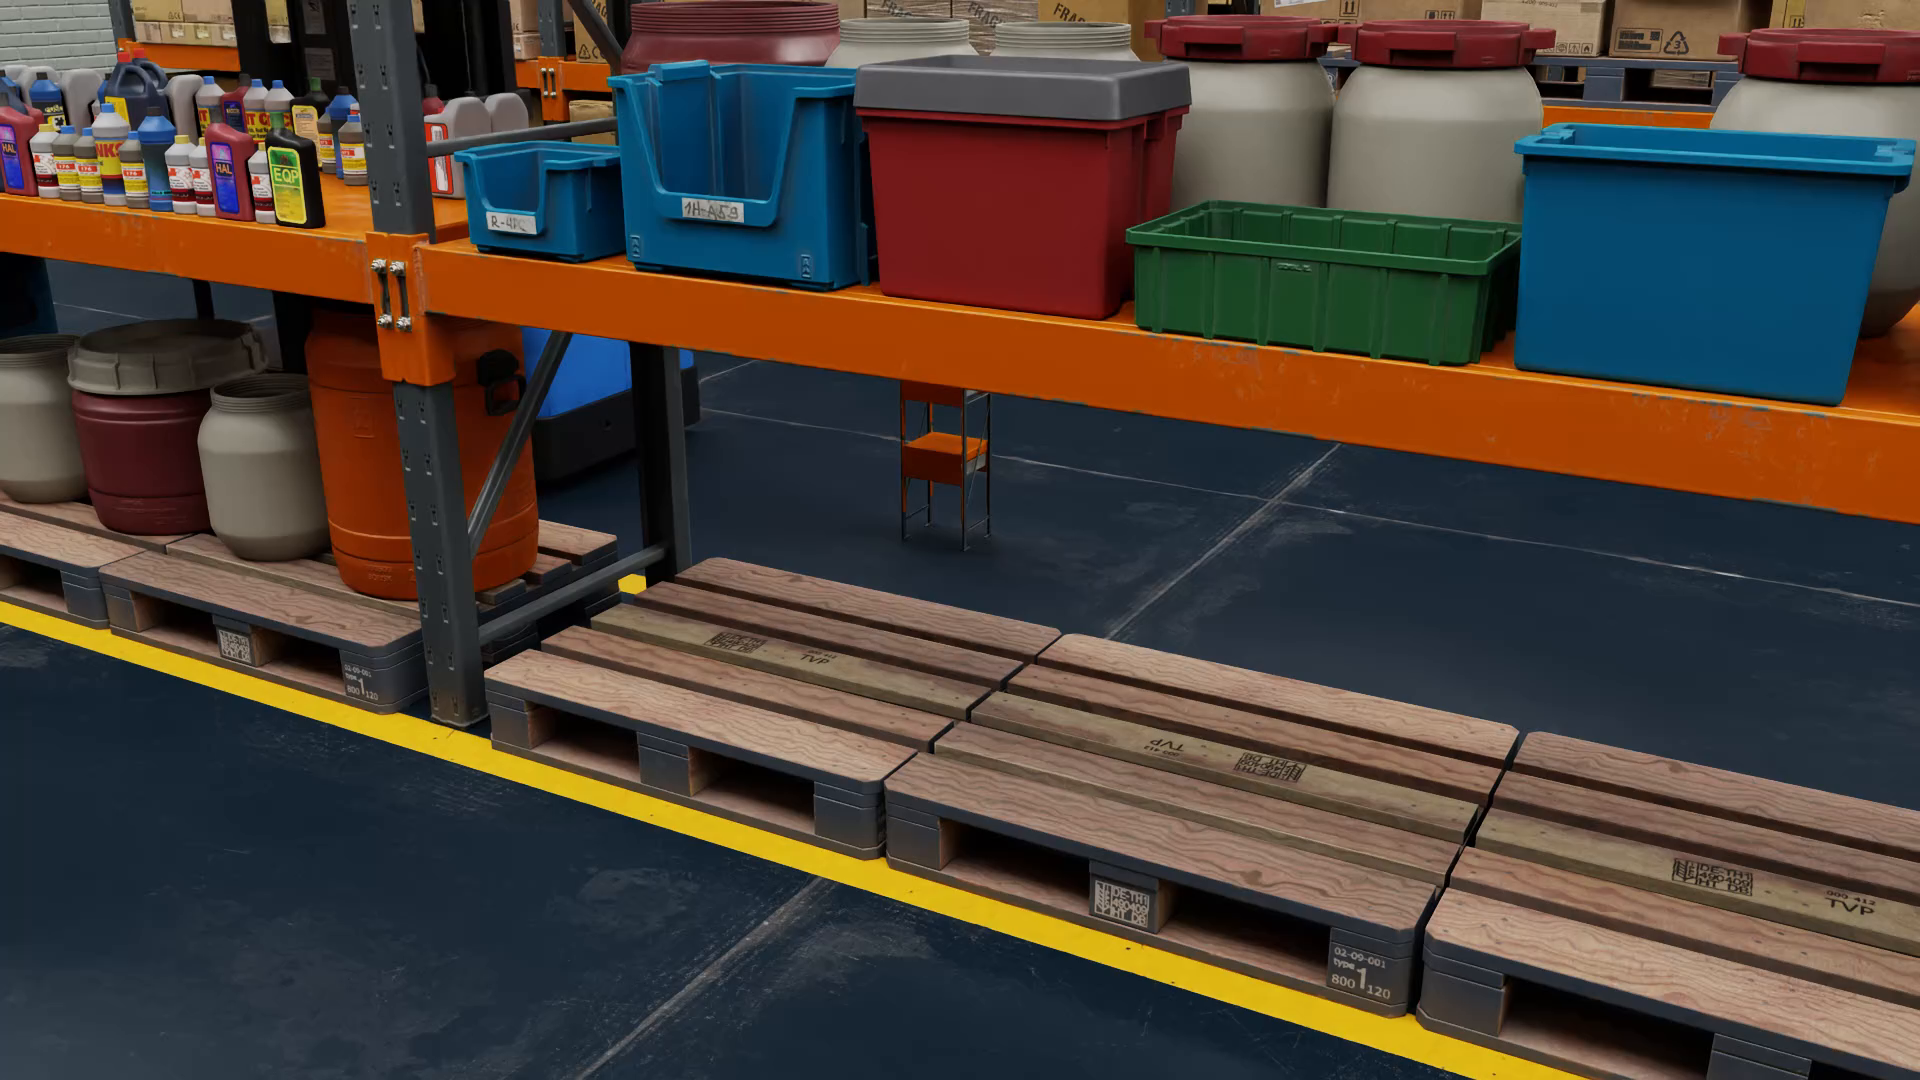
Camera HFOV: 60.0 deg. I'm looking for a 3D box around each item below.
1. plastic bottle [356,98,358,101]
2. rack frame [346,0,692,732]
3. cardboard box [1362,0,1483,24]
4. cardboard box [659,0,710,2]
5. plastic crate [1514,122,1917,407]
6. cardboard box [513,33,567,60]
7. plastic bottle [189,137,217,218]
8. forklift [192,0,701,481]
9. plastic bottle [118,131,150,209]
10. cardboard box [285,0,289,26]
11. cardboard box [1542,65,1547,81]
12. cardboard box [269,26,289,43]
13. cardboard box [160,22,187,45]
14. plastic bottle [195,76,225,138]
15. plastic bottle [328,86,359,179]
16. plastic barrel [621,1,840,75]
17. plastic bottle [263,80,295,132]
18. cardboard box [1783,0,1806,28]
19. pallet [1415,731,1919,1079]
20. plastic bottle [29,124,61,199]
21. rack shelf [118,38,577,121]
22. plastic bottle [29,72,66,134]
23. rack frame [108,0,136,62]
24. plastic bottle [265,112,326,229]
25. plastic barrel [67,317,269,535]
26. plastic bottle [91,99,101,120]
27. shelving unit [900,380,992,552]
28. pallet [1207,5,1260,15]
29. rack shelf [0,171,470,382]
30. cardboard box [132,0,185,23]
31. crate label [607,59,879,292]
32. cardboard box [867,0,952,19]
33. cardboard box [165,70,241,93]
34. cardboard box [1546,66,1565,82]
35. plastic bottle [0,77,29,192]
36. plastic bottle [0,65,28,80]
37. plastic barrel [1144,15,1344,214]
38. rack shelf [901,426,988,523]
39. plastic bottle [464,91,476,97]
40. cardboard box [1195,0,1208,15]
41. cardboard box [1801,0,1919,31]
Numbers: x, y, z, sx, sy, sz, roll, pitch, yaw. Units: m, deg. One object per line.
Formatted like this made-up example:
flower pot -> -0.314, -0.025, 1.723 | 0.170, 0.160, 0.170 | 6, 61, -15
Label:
plastic bottle -> -1.854, -1.282, 5.172 | 0.133, 0.283, 0.061 | 11, 23, 27
rack frame -> -1.135, -1.056, 4.378 | 0.127, 3.000, 1.000 | 11, 23, 27
cardboard box -> 2.308, -2.634, 7.965 | 0.500, 0.500, 0.700 | 15, 25, 35
cardboard box -> -1.493, -3.009, 9.614 | 0.500, 0.500, 0.500 | 11, 23, 27
plastic crate -> 1.242, -0.474, 2.797 | 0.575, 0.384, 0.392 | 11, 23, 27
cardboard box -> -2.637, -3.031, 10.190 | 0.250, 0.149, 0.380 | 11, 23, 28
plastic bottle -> -1.989, -0.966, 4.421 | 0.097, 0.201, 0.097 | 0, 20, 0
forklift -> -2.650, -1.915, 6.847 | 3.031, 2.935, 1.130 | 10, 22, 26
plastic bottle -> -2.244, -1.015, 4.555 | 0.097, 0.201, 0.097 | 0, 20, 0
cardboard box -> -4.064, -3.516, 10.942 | 0.500, 0.250, 0.500 | 10, 22, 26
cardboard box -> 5.551, -4.819, 17.251 | 0.875, 0.875, 0.875 | 11, 22, 27
cardboard box -> -4.431, -3.373, 11.132 | 0.250, 0.149, 0.380 | 11, 22, 27
cardboard box -> -5.330, -3.543, 11.603 | 0.250, 0.149, 0.380 | 10, 22, 27
plastic bottle -> -2.451, -1.383, 5.468 | 0.097, 0.271, 0.097 | 0, 20, 0
plastic bottle -> -1.877, -1.250, 5.101 | 0.097, 0.271, 0.097 | 0, 20, 0
plastic barrel -> -0.582, -1.133, 4.390 | 0.708, 0.536, 0.600 | 11, 23, 27
plastic bottle -> -2.165, -1.329, 5.318 | 0.097, 0.271, 0.097 | 0, 20, 0
cardboard box -> 5.811, -3.547, 11.099 | 0.500, 0.500, 0.500 | 11, 23, 28
pallet -> 1.653, 0.801, 3.348 | 1.213, 0.211, 1.003 | 11, 23, 27
plastic bottle -> -2.584, -1.079, 4.733 | 0.097, 0.201, 0.097 | 0, 20, 0
rack shelf -> -3.958, -3.190, 11.316 | 4.000, 0.370, 1.077 | 11, 23, 27
plastic bottle -> -3.091, -1.446, 5.641 | 0.097, 0.271, 0.097 | 0, 20, 0
rack frame -> -5.704, -3.861, 12.110 | 0.127, 3.000, 1.000 | 11, 23, 27
plastic bottle -> -1.696, -0.942, 4.233 | 0.133, 0.283, 0.061 | 11, 23, 27
plastic barrel -> -2.556, -0.384, 5.445 | 0.708, 0.588, 0.600 | 11, 23, 27
plastic bottle -> -2.932, -1.442, 5.733 | 0.097, 0.201, 0.097 | 0, 20, 0
shelving unit -> -0.047, -0.502, 5.711 | 0.252, 1.050, 0.215 | 11, 23, 27
pallet -> 2.040, -4.217, 13.374 | 1.213, 0.211, 1.003 | 11, 23, 27
rack shelf -> -2.881, -1.051, 5.417 | 4.000, 0.370, 1.077 | 11, 23, 27
cardboard box -> -5.416, -3.770, 11.643 | 0.500, 0.250, 0.500 | 10, 22, 26
crate label -> -0.400, -0.827, 3.694 | 0.616, 0.435, 0.502 | 11, 23, 27
cardboard box -> -0.158, -2.756, 8.917 | 0.500, 0.500, 0.500 | 10, 22, 26
cardboard box -> -5.106, -2.977, 12.173 | 0.875, 0.875, 0.875 | 11, 23, 27
cardboard box -> 7.625, -6.074, 21.261 | 0.500, 0.500, 0.500 | 10, 22, 26
plastic bottle -> -2.813, -1.202, 4.853 | 0.185, 0.351, 0.144 | 11, 23, 27
plastic bottle -> -3.366, -1.549, 5.919 | 0.135, 0.276, 0.152 | 11, 23, 27
plastic barrel -> 0.611, -0.873, 3.674 | 0.433, 0.535, 0.433 | 0, 20, 0
rack shelf -> -0.047, -0.231, 5.809 | 0.240, 0.259, 0.215 | 11, 23, 27
plastic bottle -> -1.443, -1.191, 4.939 | 0.097, 0.271, 0.097 | 0, 20, 0
cardboard box -> 0.989, -2.739, 8.872 | 0.500, 0.500, 0.500 | 12, 23, 29
cardboard box -> 4.147, -2.519, 6.914 | 1.000, 1.000, 1.000 | 11, 23, 28
